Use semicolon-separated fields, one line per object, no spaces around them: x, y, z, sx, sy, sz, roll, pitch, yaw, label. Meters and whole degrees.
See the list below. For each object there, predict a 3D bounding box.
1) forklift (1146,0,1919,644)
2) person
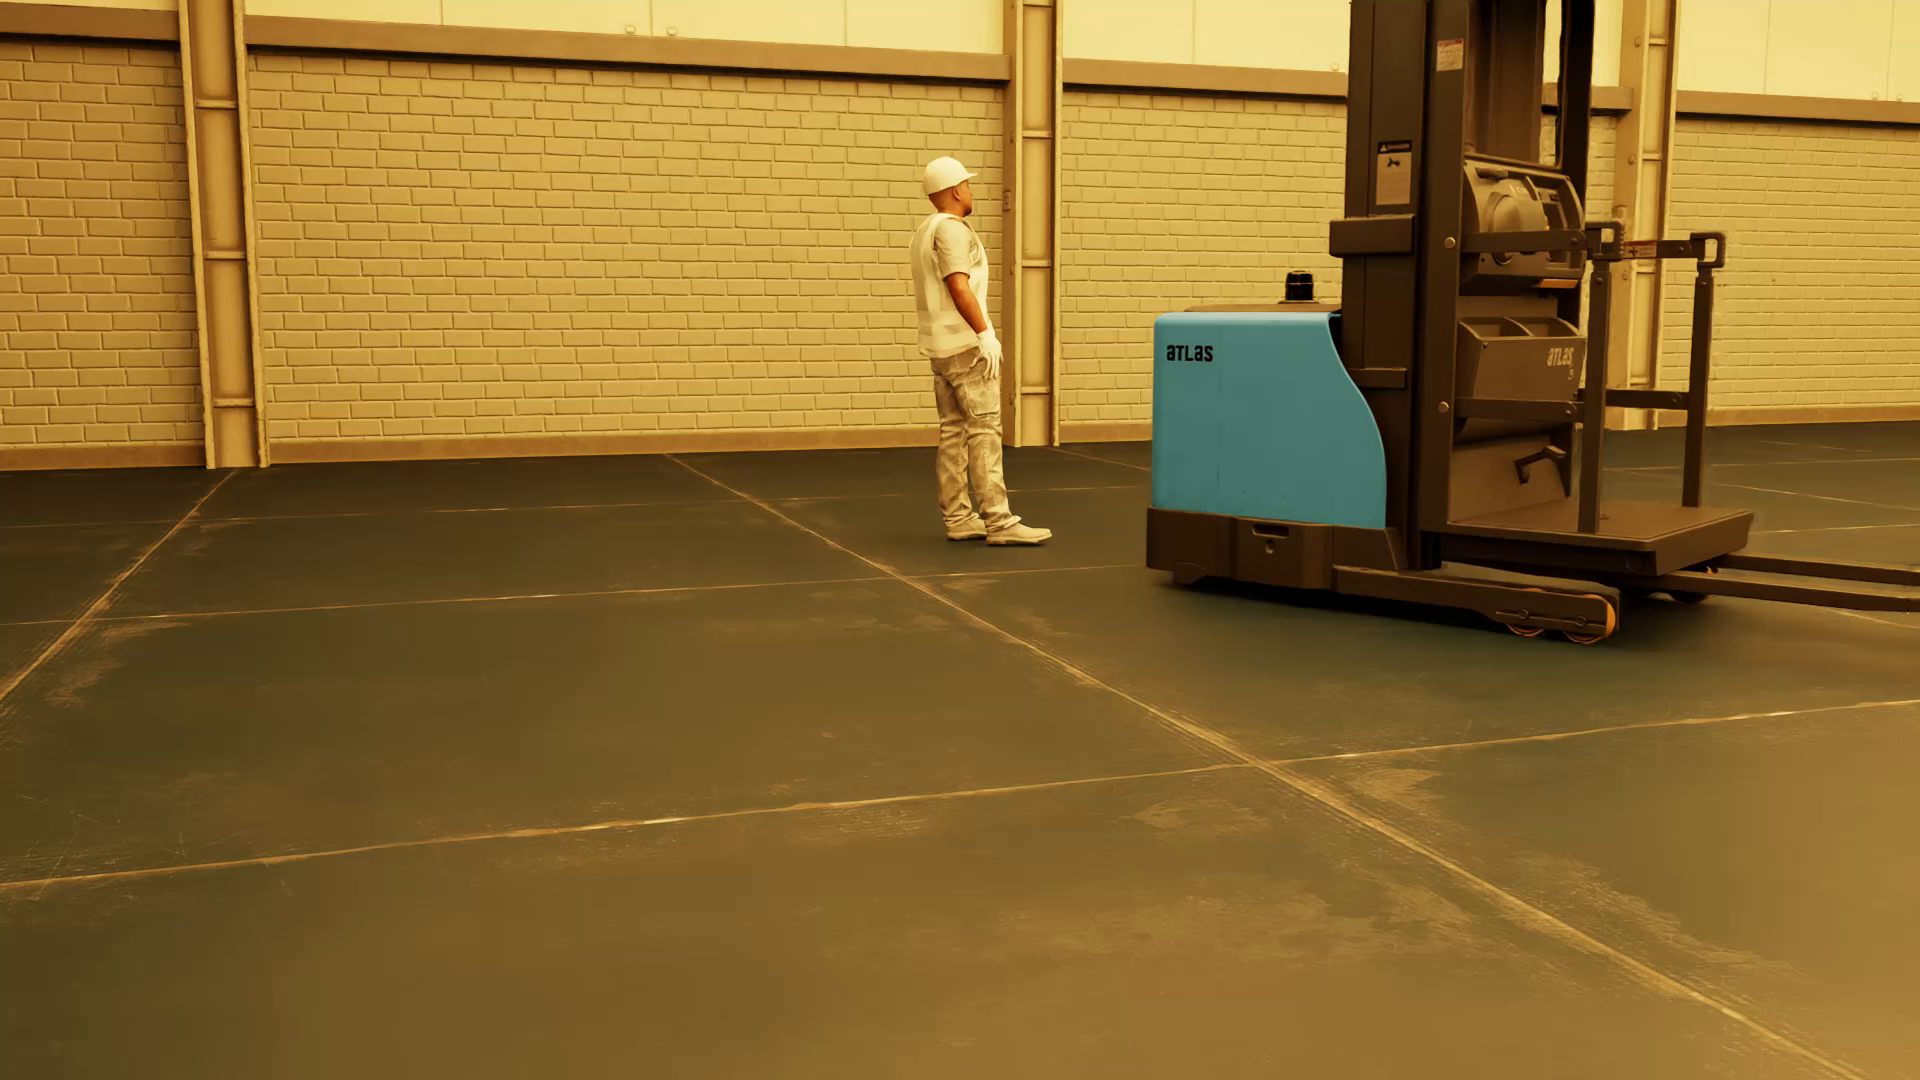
2.176;-1.191;5.805;3.031;2.935;1.130;7;10;41;forklift
0.071;-0.892;7.817;0.577;1.781;0.656;-3;8;-18;person
